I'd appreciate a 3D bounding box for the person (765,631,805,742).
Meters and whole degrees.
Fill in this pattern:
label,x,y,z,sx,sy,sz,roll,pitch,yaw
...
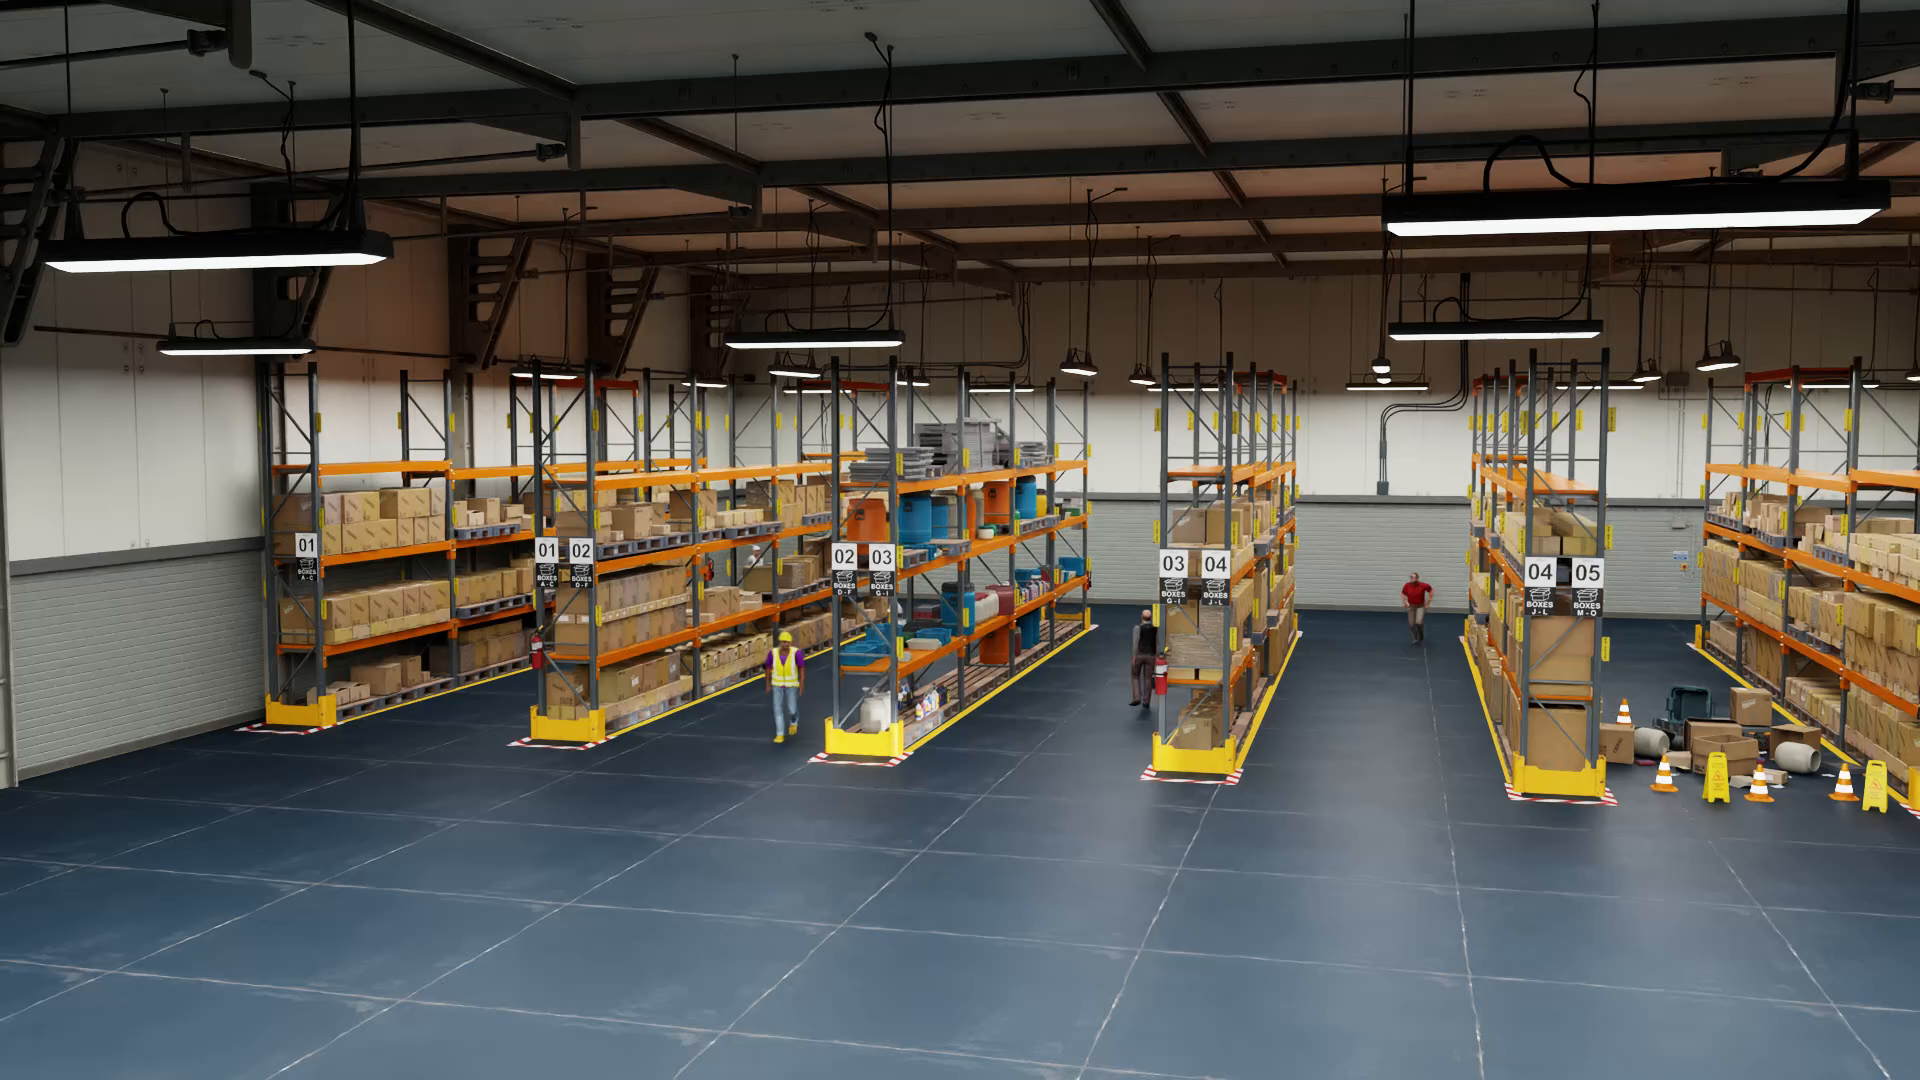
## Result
label,x,y,z,sx,sy,sz,roll,pitch,yaw
person,-2.764,2.292,26.272,0.625,1.742,0.667,0,4,-2

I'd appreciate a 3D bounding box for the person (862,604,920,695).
label,x,y,z,sx,sy,sz,roll,pitch,yaw
person,-1.217,1.998,30.203,1.037,1.706,0.569,2,4,21

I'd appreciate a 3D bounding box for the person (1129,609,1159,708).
label,x,y,z,sx,sy,sz,roll,pitch,yaw
person,3.274,2.106,29.248,0.531,1.757,0.556,0,4,-2

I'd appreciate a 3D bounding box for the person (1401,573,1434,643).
label,x,y,z,sx,sy,sz,roll,pitch,yaw
person,10.371,1.539,37.691,0.710,1.636,0.719,2,4,26

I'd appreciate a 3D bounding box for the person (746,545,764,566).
label,x,y,z,sx,sy,sz,roll,pitch,yaw
person,-5.503,1.004,44.669,1.143,1.730,0.526,3,5,33
